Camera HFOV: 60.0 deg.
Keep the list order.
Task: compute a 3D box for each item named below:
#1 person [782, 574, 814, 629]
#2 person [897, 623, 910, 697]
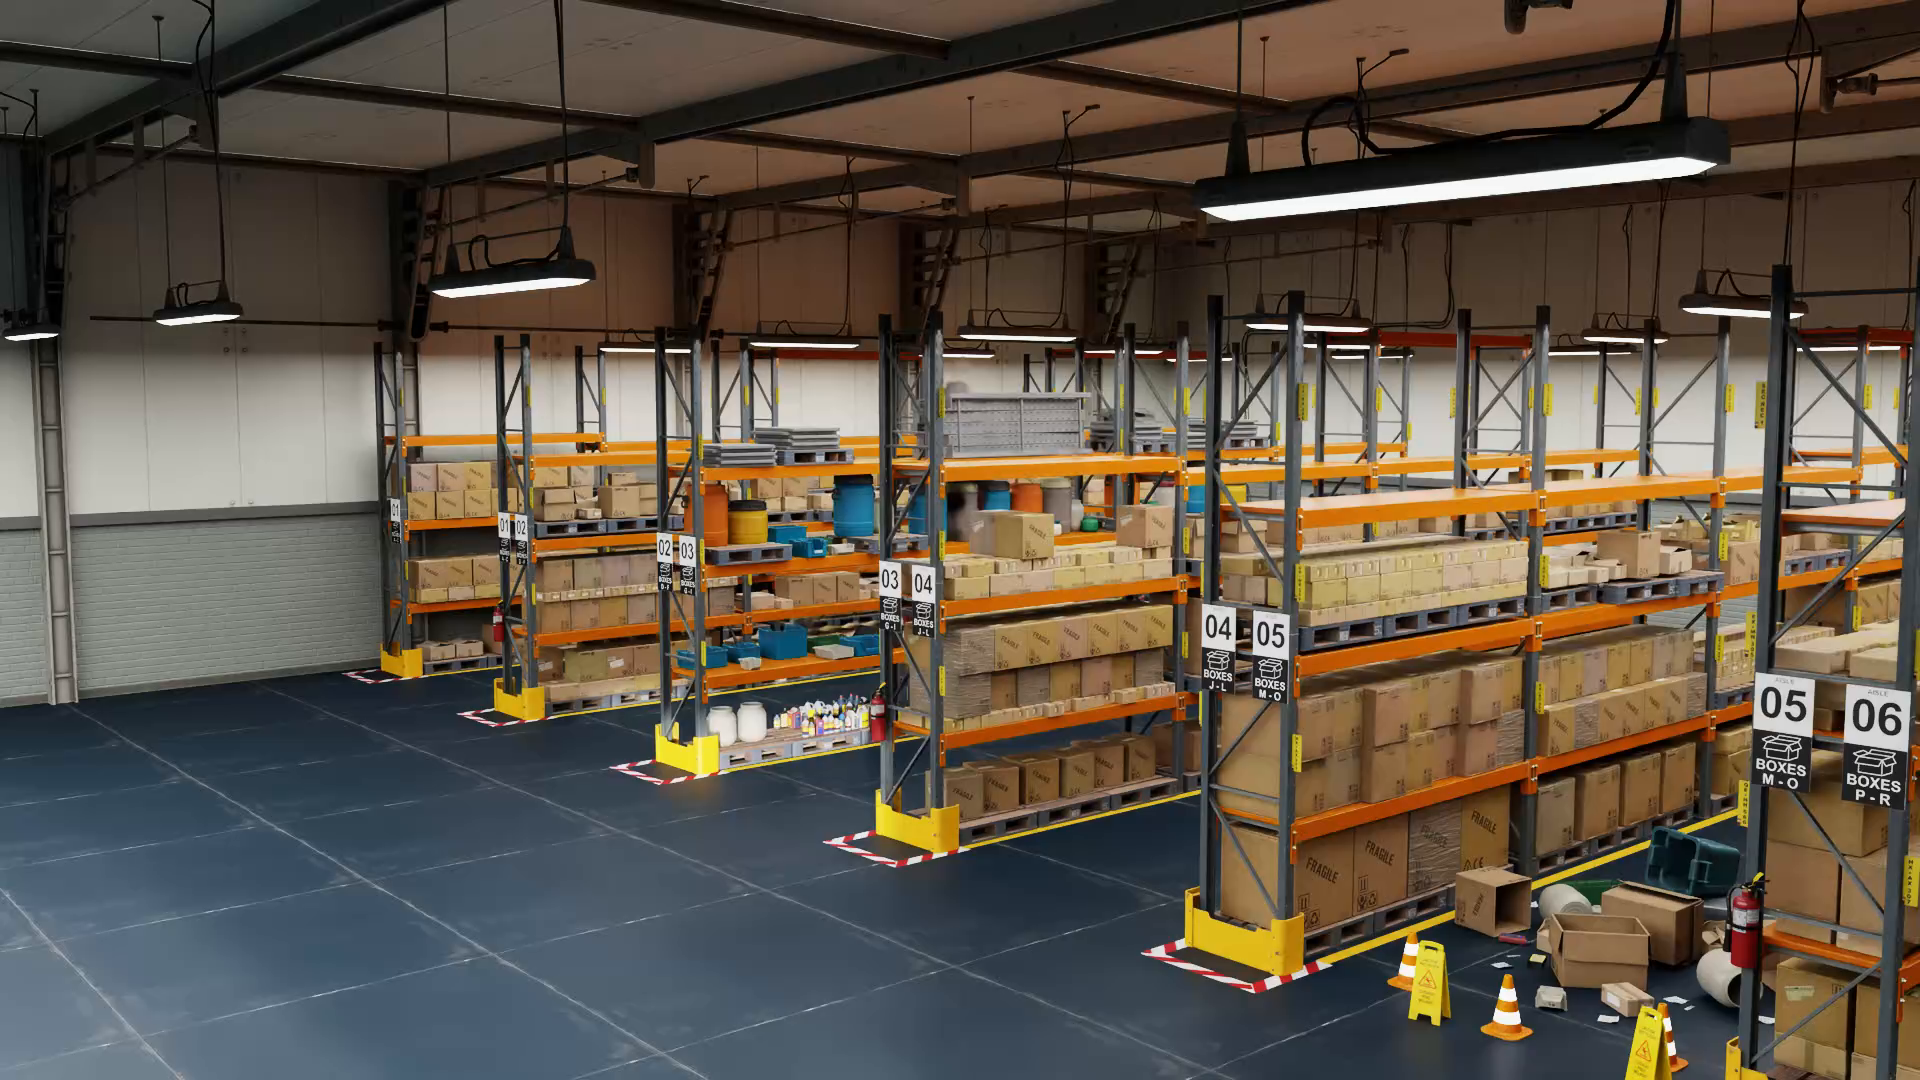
[{"bbox_3d":[-2.969,1.467,31.831,1.030,1.717,0.704,-4,7,-37],"label":"person"},{"bbox_3d":[-1.000,1.907,27.067,0.661,1.653,0.606,-4,7,-40],"label":"person"}]
